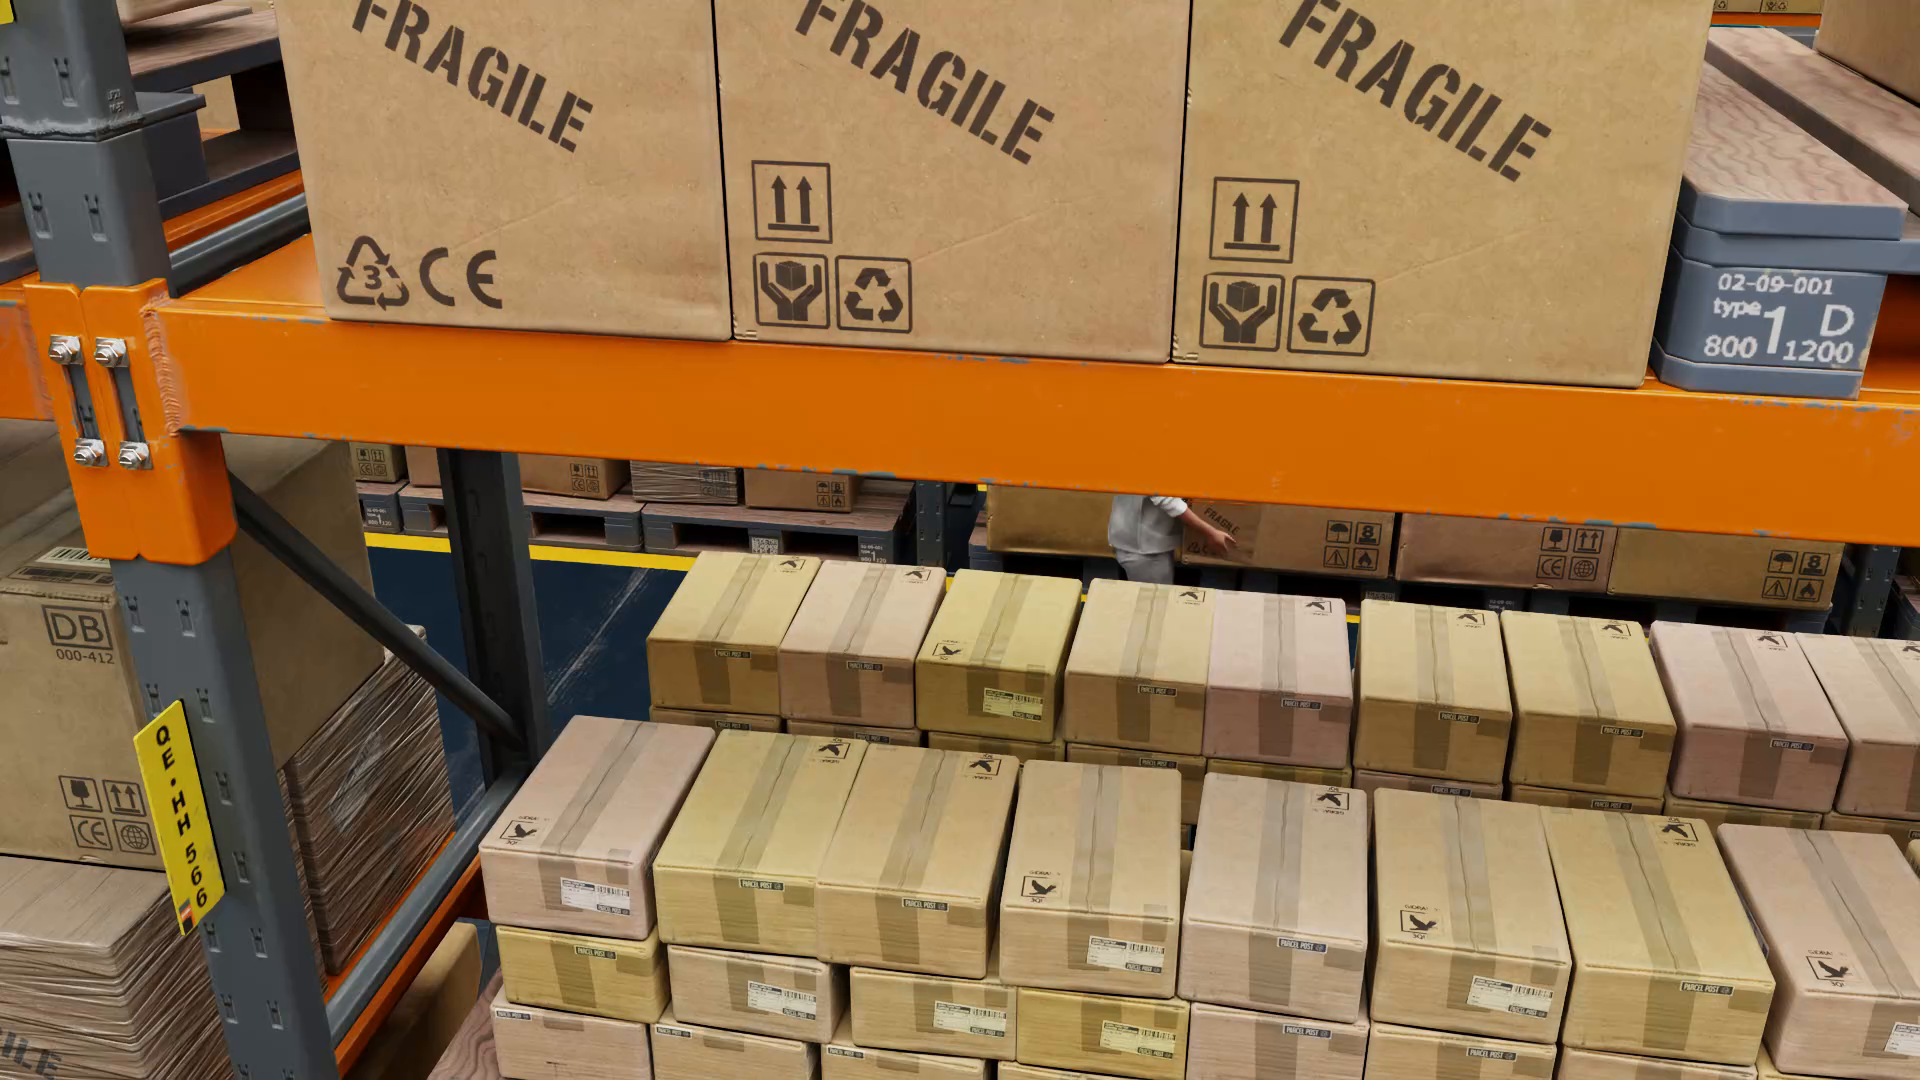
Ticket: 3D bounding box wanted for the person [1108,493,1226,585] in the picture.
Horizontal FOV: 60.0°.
[{"bbox_3d":[0.768,-0.005,6.120,0.449,1.603,0.442,4,26,8],"label":"person"}]
